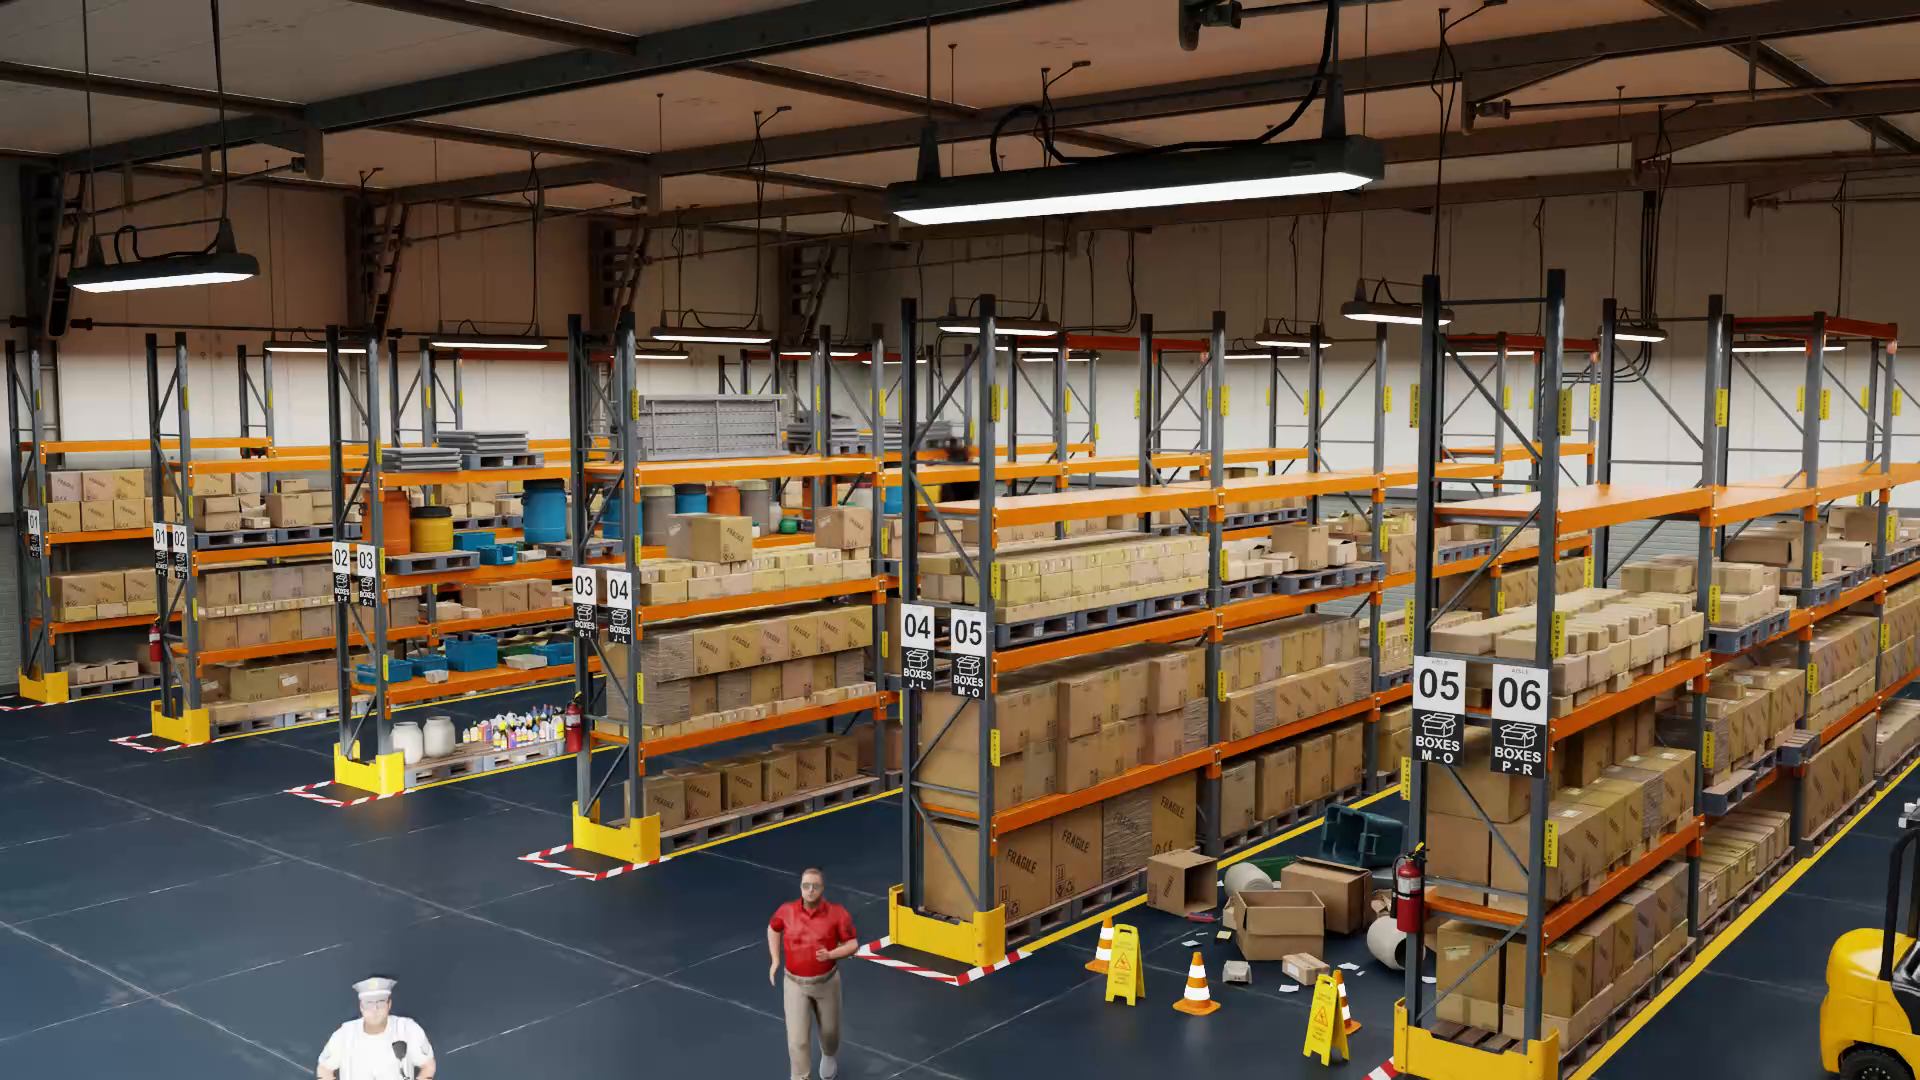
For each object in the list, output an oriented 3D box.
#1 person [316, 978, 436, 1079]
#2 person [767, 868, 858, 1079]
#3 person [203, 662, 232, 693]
[{"bbox_3d":[-3.439,3.414,9.819,0.672,1.769,0.710,-1,5,-16],"label":"person"},{"bbox_3d":[-1.068,3.215,11.966,0.656,1.702,0.970,0,5,-3],"label":"person"},{"bbox_3d":[-11.921,1.918,26.593,0.565,1.652,0.947,3,6,32],"label":"person"}]
